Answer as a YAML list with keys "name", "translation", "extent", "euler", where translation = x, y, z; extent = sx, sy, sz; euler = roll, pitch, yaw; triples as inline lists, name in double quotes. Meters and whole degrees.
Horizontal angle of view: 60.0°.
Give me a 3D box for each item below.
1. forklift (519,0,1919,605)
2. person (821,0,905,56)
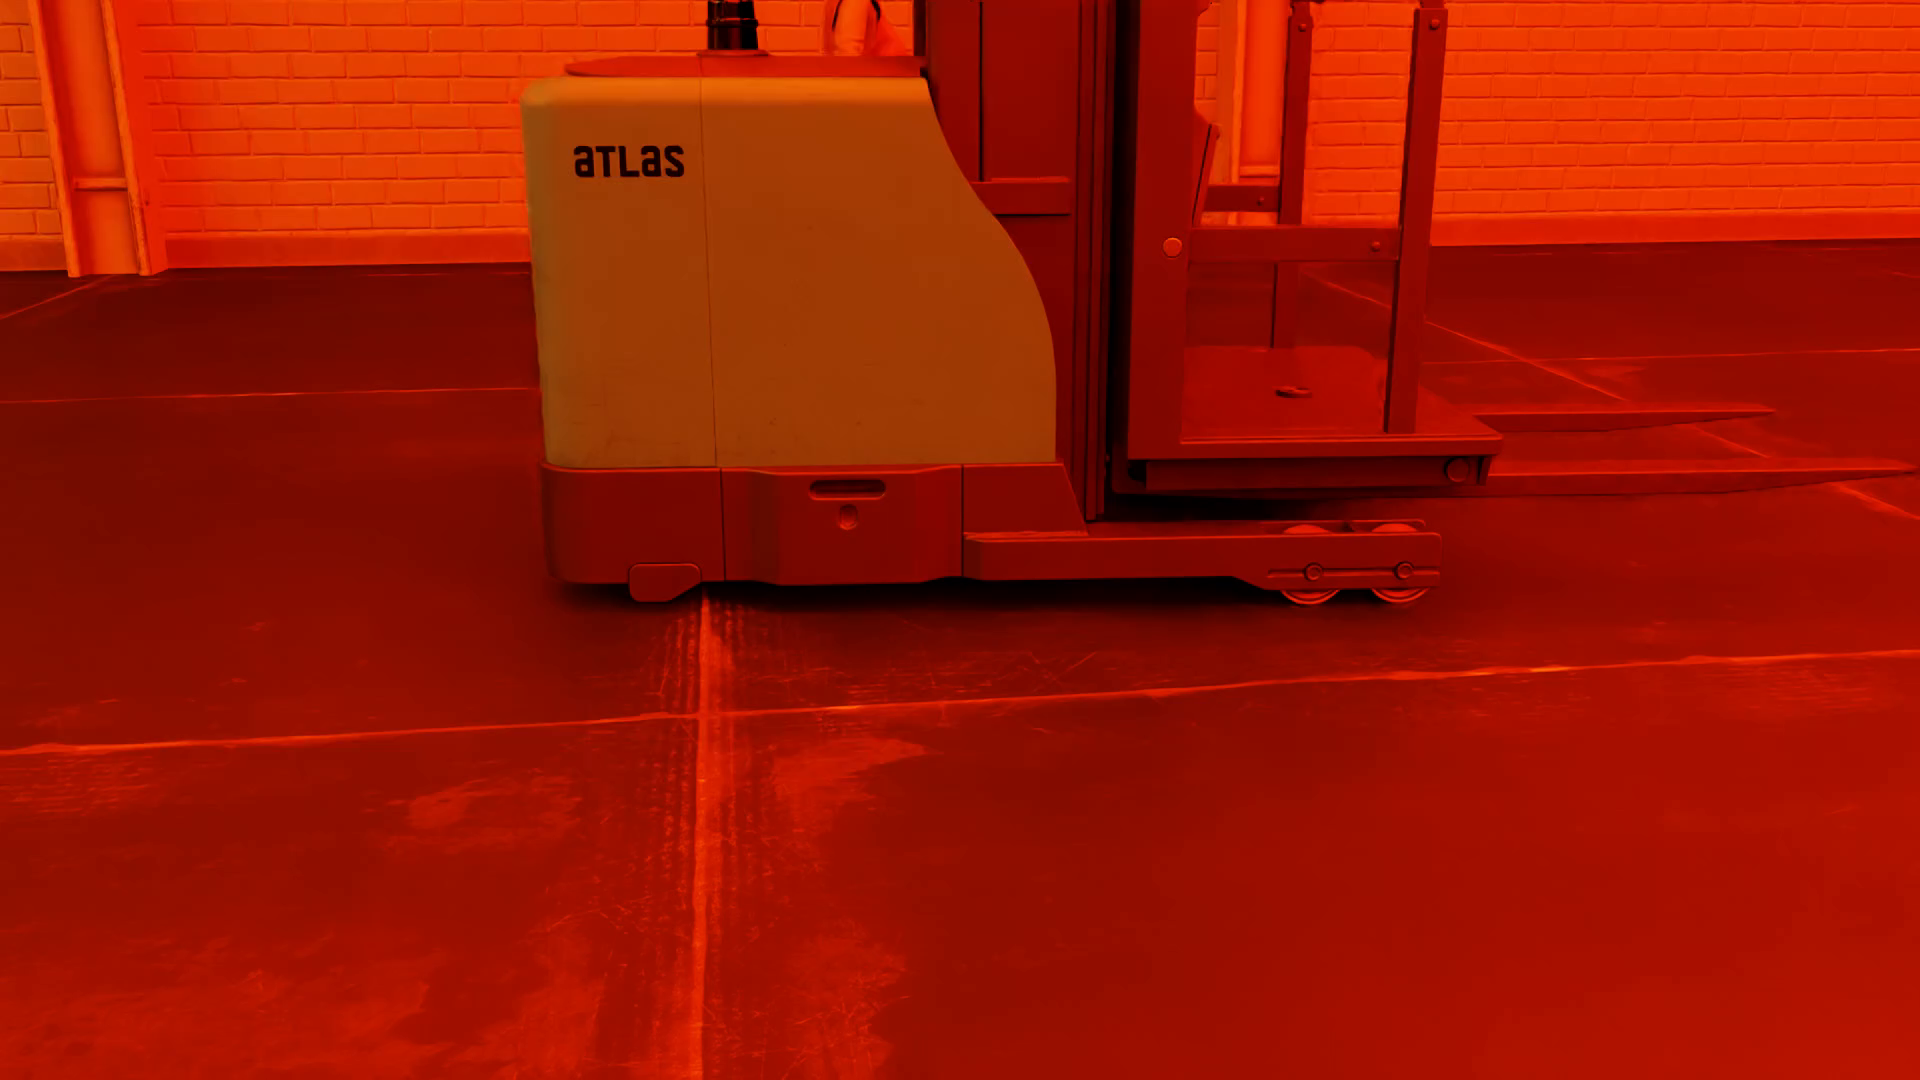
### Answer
- name: "forklift"
  translation: [0.618, -1.419, 3.595]
  extent: [3.031, 2.935, 1.130]
  euler: [-1, 17, -3]
- name: "person"
  translation: [-0.373, -1.203, 5.343]
  extent: [0.434, 1.518, 0.732]
  euler: [-1, 17, -4]
